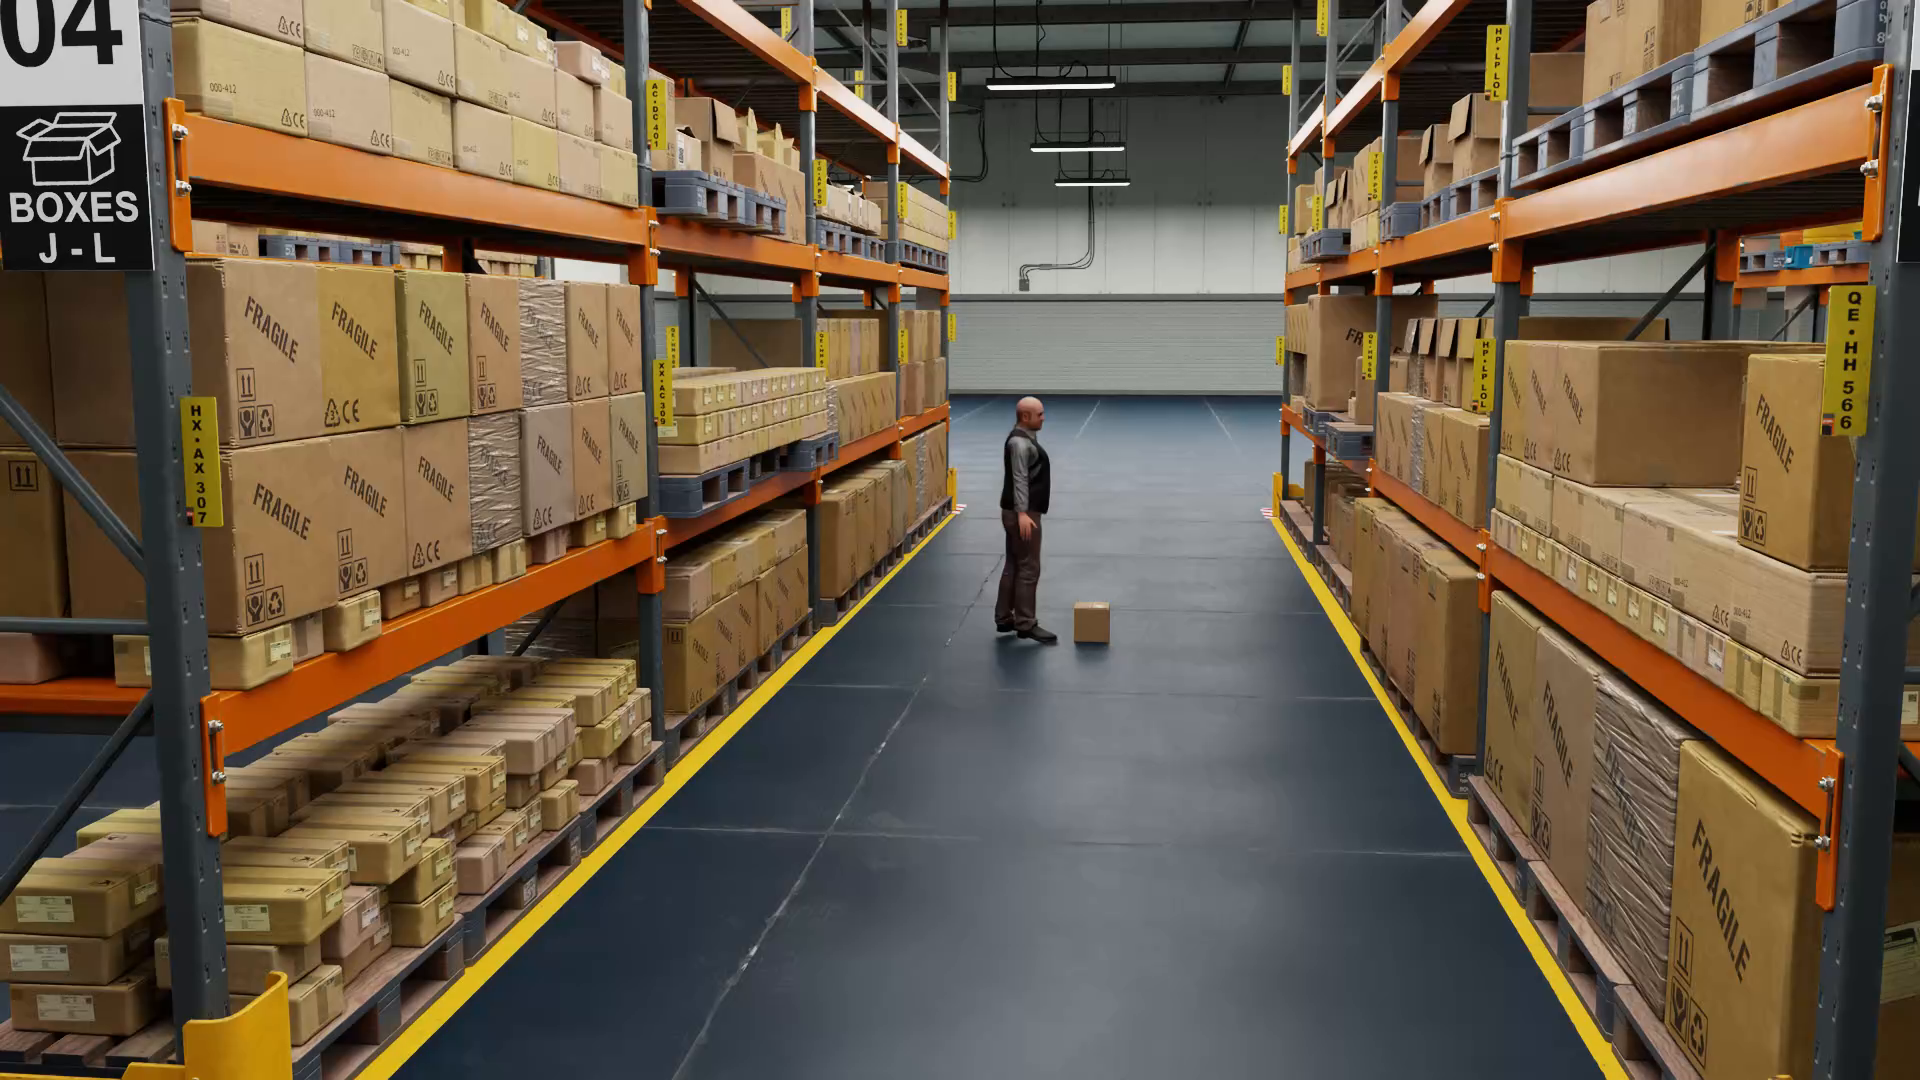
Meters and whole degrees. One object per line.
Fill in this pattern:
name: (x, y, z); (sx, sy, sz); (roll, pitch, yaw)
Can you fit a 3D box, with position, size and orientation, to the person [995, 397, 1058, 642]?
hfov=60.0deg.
person: (0.476, -0.159, 11.948); (0.443, 1.730, 0.616); (0, 8, 0)
